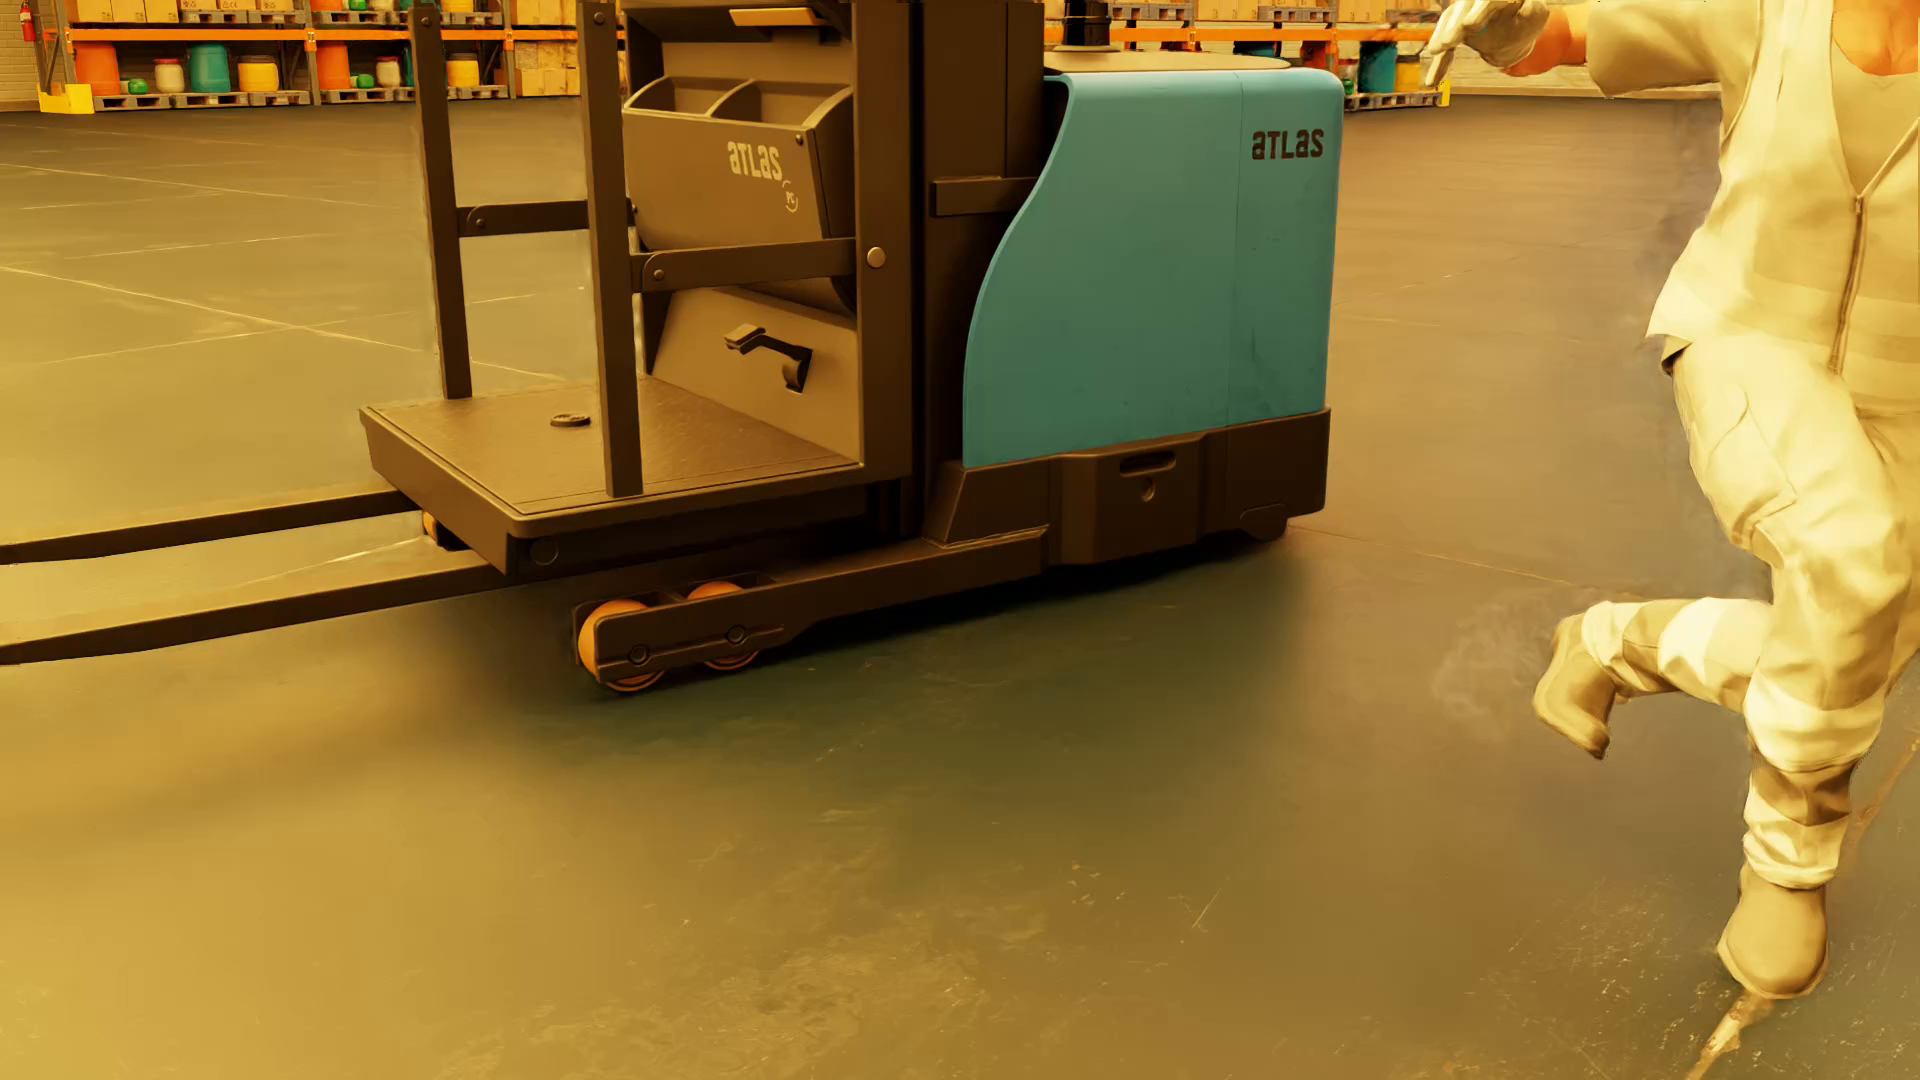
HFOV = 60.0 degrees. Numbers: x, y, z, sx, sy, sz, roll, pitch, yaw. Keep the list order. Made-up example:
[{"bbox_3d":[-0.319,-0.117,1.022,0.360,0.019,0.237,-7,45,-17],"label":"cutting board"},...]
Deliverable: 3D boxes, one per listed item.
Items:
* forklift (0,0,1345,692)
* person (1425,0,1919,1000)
[{"bbox_3d":[-0.645,-1.301,3.181,3.031,2.935,1.130,-11,20,-31],"label":"forklift"},{"bbox_3d":[0.981,-0.197,2.042,0.845,1.507,1.130,3,17,9],"label":"person"}]
